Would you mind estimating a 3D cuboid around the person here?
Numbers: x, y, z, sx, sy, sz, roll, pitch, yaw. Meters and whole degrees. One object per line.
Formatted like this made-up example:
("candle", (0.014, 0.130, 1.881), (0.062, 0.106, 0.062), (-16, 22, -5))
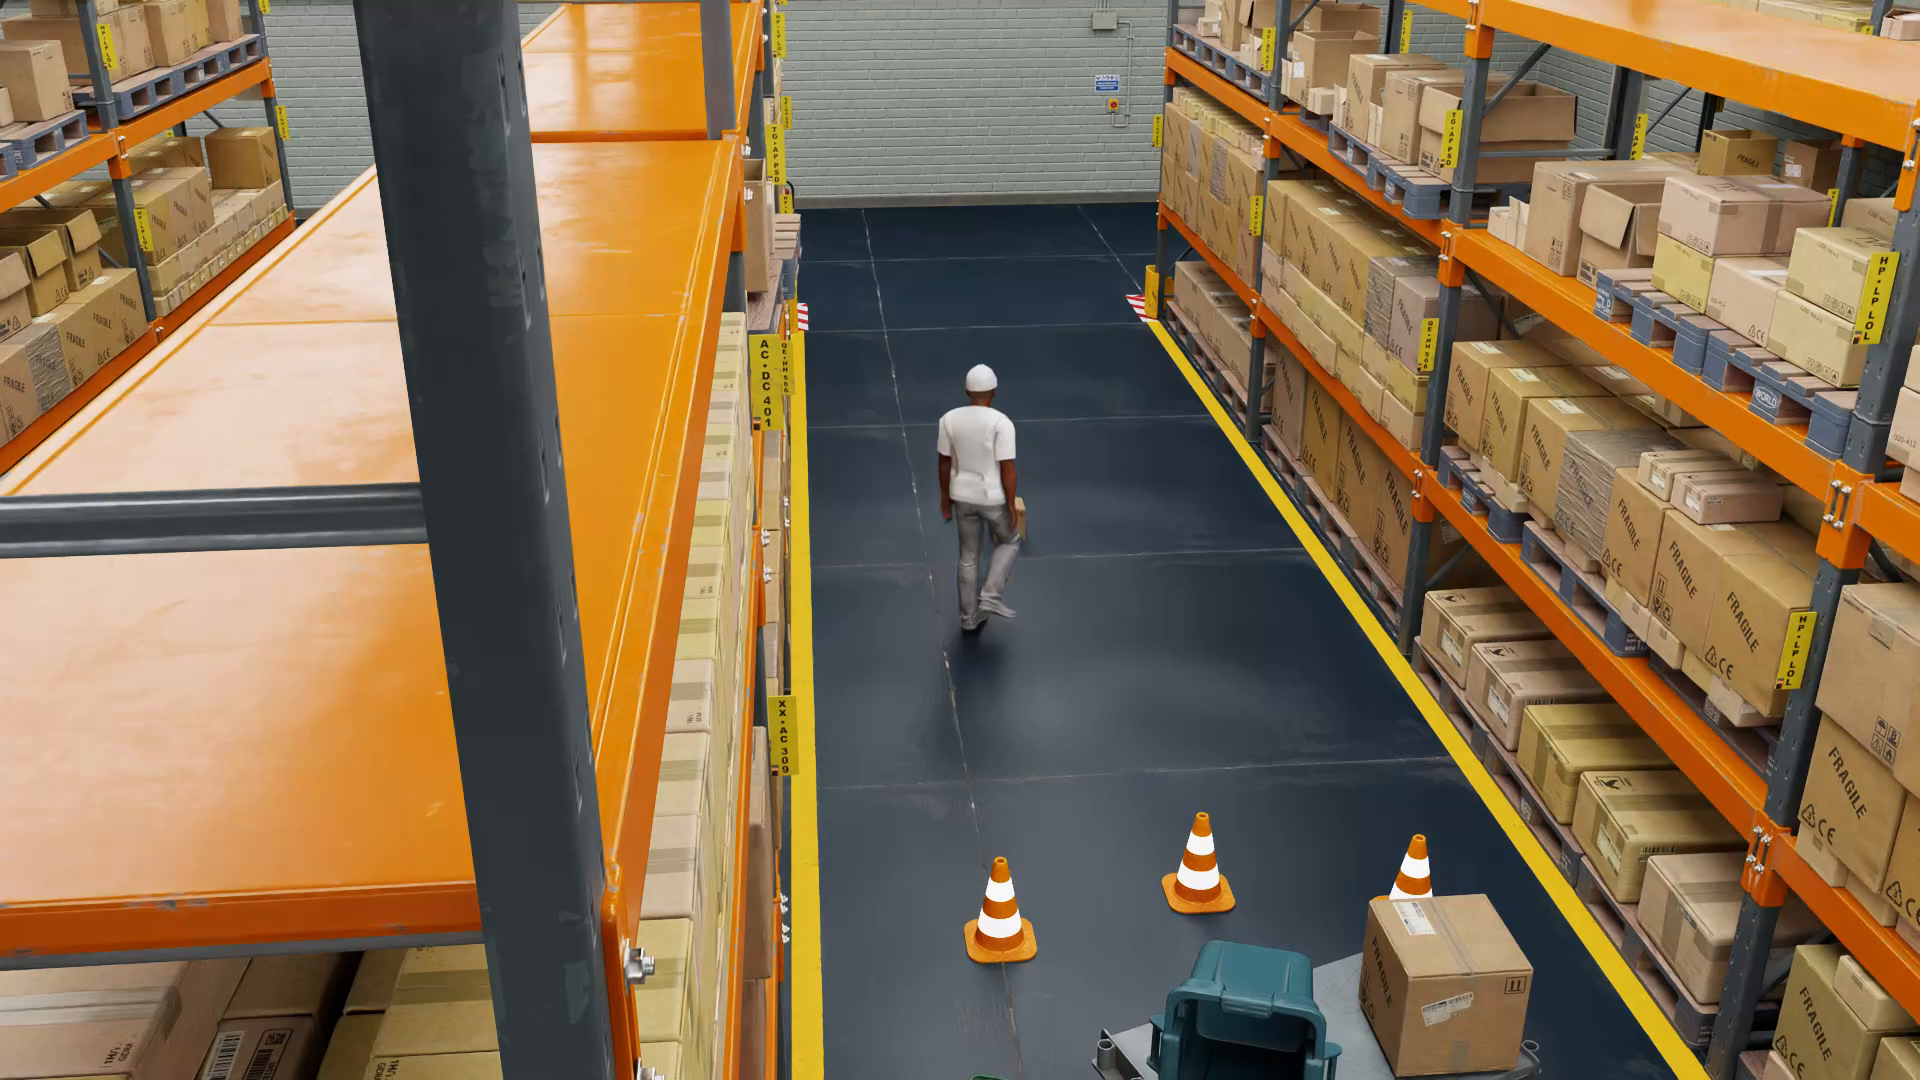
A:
("person", (0.259, -0.414, 11.260), (0.587, 1.714, 1.062), (5, 24, 11))
